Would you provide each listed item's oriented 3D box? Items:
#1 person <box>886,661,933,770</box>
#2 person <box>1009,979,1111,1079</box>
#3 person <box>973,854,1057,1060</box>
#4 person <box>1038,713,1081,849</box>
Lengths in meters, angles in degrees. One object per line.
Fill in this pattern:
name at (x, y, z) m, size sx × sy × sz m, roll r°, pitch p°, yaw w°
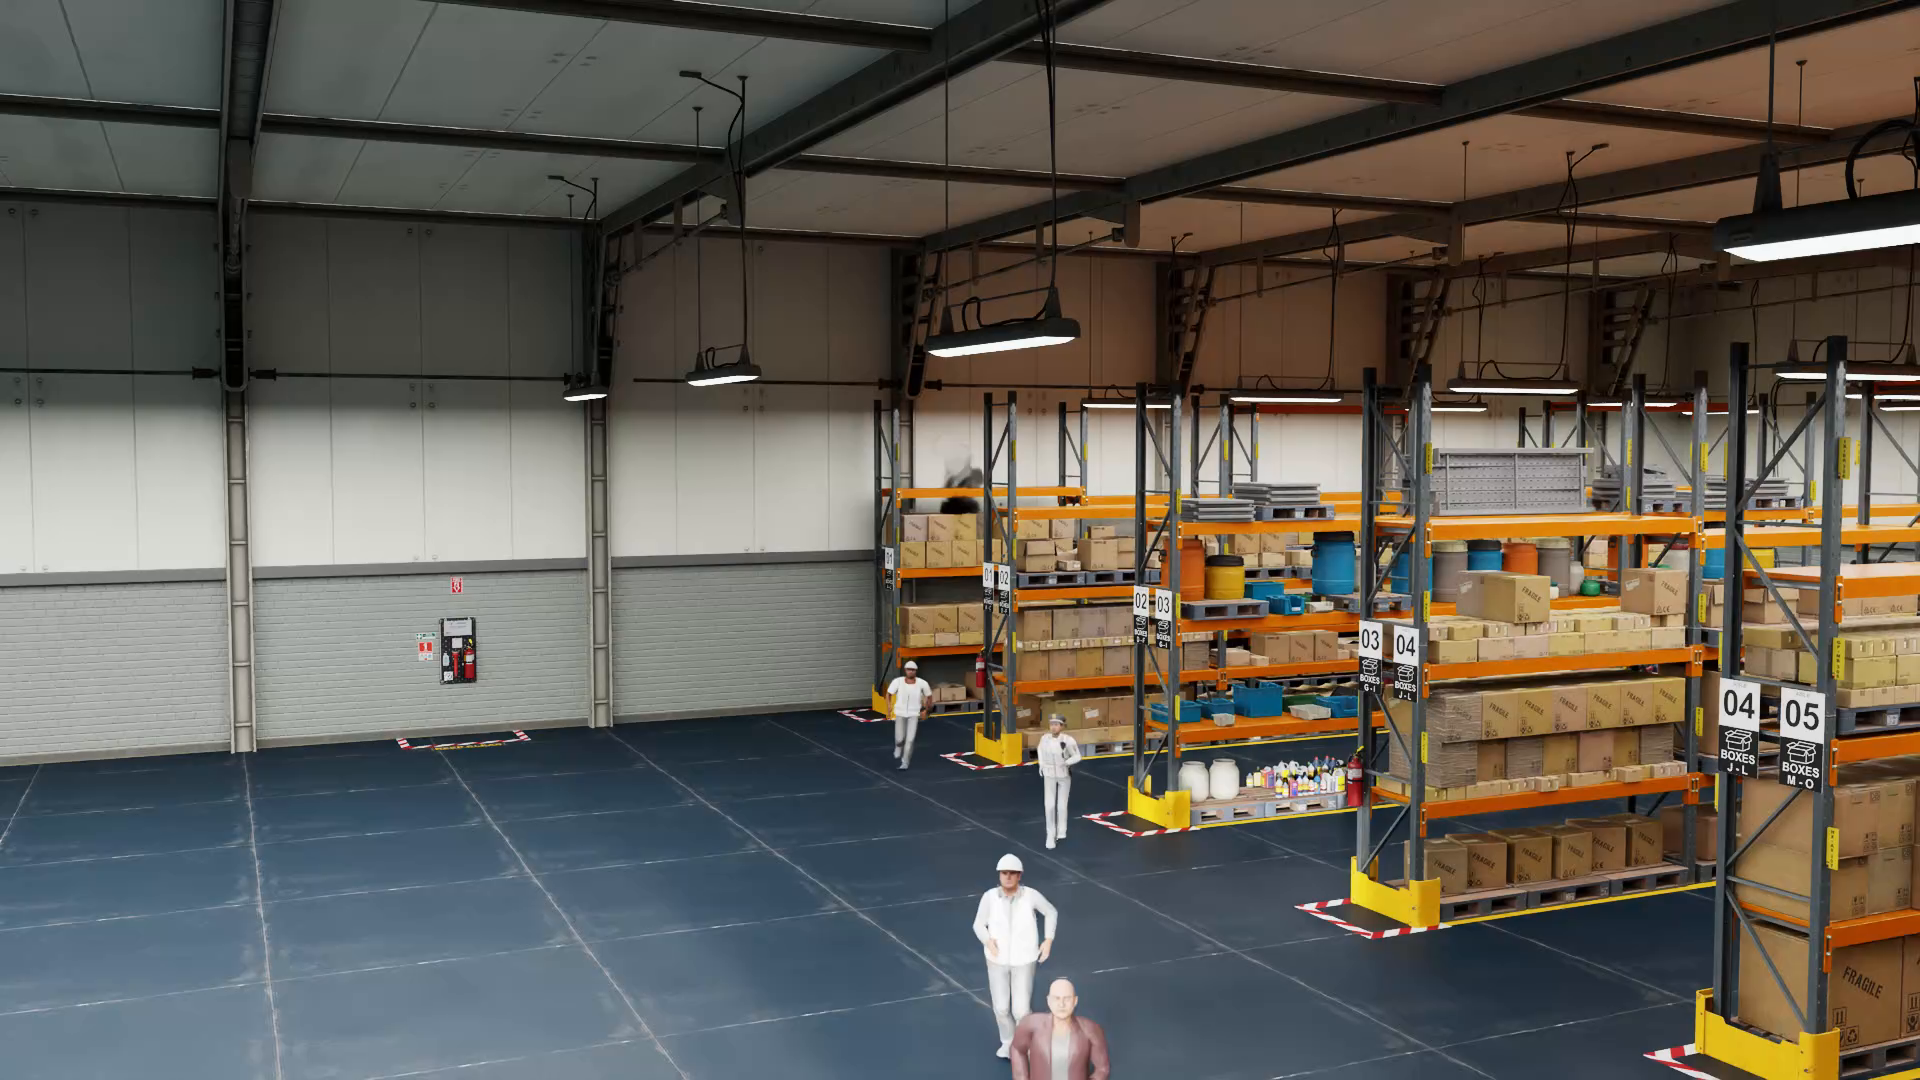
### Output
person at (-0.802, 2.774, 26.502) m, size 0.747 × 1.723 × 0.678 m, roll 0°, pitch 3°, yaw -6°
person at (0.642, 3.689, 10.730) m, size 0.660 × 1.702 × 0.650 m, roll 0°, pitch 3°, yaw 4°
person at (0.444, 3.487, 13.788) m, size 0.681 × 1.761 × 0.653 m, roll 1°, pitch 3°, yaw 9°
person at (1.262, 3.084, 21.376) m, size 0.602 × 1.748 × 0.687 m, roll 1°, pitch 3°, yaw 12°
